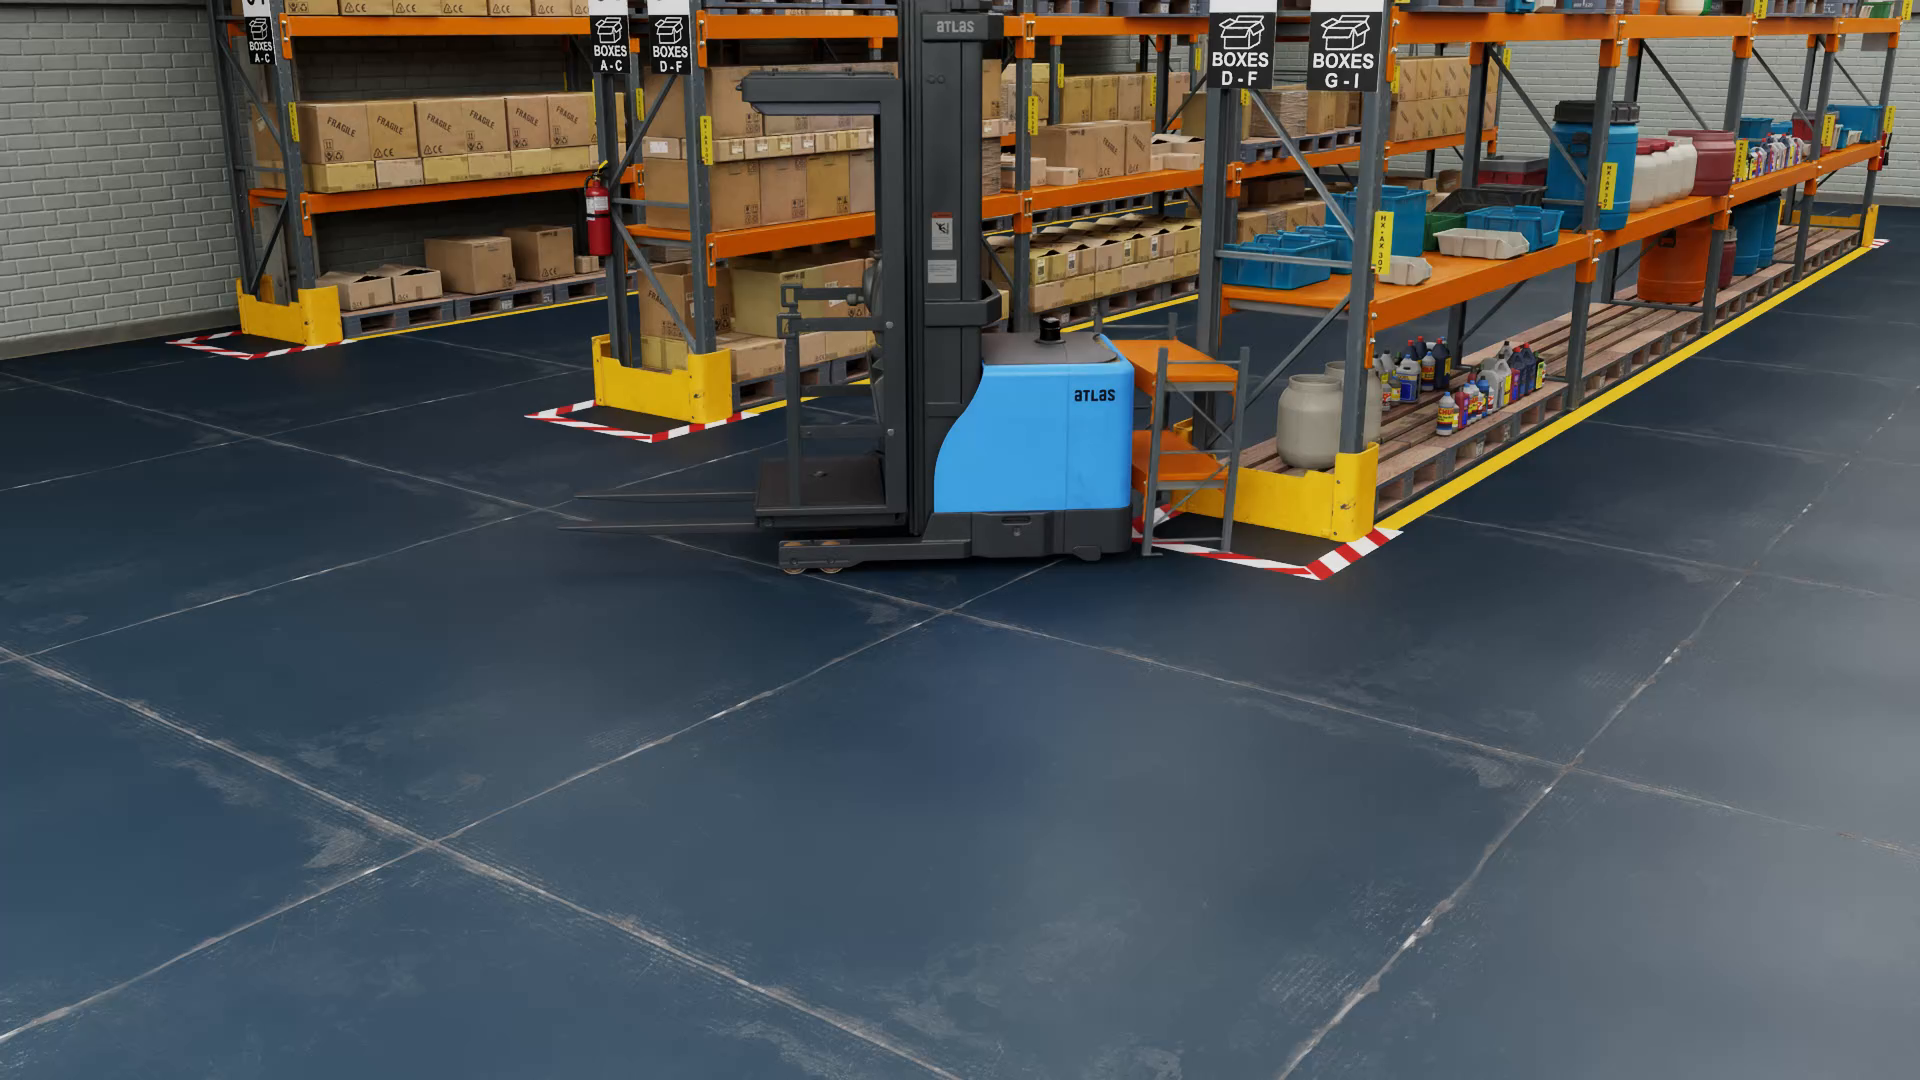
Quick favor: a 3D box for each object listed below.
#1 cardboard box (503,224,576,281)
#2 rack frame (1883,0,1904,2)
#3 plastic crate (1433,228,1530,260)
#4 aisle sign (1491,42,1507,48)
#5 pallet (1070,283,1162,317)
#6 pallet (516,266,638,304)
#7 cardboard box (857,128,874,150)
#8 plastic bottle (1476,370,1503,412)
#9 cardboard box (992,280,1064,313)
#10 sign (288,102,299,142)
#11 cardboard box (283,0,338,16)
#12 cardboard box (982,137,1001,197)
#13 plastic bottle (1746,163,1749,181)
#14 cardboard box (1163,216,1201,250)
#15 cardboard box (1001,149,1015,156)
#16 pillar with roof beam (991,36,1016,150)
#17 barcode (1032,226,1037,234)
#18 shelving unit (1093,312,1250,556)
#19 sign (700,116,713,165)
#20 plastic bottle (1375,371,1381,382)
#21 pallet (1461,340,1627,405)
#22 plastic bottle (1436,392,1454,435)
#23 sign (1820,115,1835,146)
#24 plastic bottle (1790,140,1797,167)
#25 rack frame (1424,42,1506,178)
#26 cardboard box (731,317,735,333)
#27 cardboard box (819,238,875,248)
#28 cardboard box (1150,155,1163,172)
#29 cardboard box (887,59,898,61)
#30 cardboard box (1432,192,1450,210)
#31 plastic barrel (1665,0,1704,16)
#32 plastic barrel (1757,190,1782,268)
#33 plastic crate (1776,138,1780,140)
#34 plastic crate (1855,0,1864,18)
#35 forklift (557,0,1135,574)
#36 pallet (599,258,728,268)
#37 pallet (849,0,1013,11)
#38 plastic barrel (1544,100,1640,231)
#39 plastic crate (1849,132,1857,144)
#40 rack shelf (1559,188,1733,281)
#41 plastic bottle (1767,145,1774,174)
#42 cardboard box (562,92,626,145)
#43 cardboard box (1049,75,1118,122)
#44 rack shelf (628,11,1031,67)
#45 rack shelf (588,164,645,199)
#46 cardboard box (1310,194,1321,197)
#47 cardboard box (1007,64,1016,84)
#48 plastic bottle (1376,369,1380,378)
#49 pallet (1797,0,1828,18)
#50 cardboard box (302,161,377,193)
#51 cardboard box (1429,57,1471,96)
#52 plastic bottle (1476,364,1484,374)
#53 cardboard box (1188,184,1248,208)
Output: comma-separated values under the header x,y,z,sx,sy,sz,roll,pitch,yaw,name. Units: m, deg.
x,y,z,sx,sy,sz,roll,pitch,yaw,name
-4.375,-2.996,17.305,0.500,0.500,0.500,11,20,31,cardboard box
11.318,-8.206,20.495,1.000,3.000,0.127,12,21,35,rack frame
3.403,-1.925,10.831,0.530,0.136,0.437,12,21,35,plastic crate
7.628,-7.421,23.699,0.394,0.787,0.004,12,21,35,aisle sign
1.326,-2.502,16.943,1.003,0.211,1.213,12,21,35,pallet
-4.161,-2.736,17.697,1.003,0.211,1.213,12,21,35,pallet
-0.868,-3.185,13.181,0.380,0.149,0.250,13,21,35,cardboard box
3.608,-1.027,11.345,0.152,0.276,0.135,13,21,36,plastic bottle
0.631,-2.299,15.516,0.500,0.250,0.500,12,21,33,cardboard box
-5.736,-3.598,14.314,0.100,0.325,0.005,12,21,35,sign
-5.772,-4.806,14.402,0.500,0.500,0.500,13,22,36,cardboard box
-0.068,-3.300,14.644,0.700,0.500,0.500,12,21,33,cardboard box
7.514,-3.551,15.957,0.097,0.201,0.097,0,17,0,plastic bottle
2.461,-3.299,17.791,0.500,0.311,0.500,13,22,36,cardboard box
0.695,-5.135,23.638,0.750,0.750,0.750,13,21,35,cardboard box
4.158,-8.563,21.644,9.100,9.000,0.400,12,21,35,pillar with roof beam
0.678,-2.821,15.124,0.001,0.075,0.075,12,21,35,barcode
1.116,-0.617,9.270,0.538,1.125,1.048,-2,18,-15,shelving unit
-1.750,-2.758,11.474,0.100,0.325,0.005,12,21,35,sign
2.784,-0.994,11.226,0.061,0.283,0.133,12,21,35,plastic bottle
4.604,-1.345,13.219,1.003,0.211,1.213,12,21,35,pallet
3.115,-0.814,10.666,0.097,0.271,0.097,0,17,0,plastic bottle
9.375,-4.423,17.961,0.100,0.325,0.005,12,21,35,sign
8.741,-4.091,17.569,0.152,0.276,0.135,12,21,35,plastic bottle
7.342,-6.217,24.206,1.000,3.000,0.127,12,21,35,rack frame
-1.821,-1.595,13.250,0.500,0.250,0.500,12,21,35,cardboard box
-0.932,-2.311,14.292,0.500,0.500,0.500,12,21,35,cardboard box
1.860,-3.878,17.098,0.380,0.149,0.250,14,22,39,cardboard box
-0.368,-3.799,14.063,0.700,0.500,0.500,12,21,35,cardboard box
6.625,-4.720,23.280,0.500,0.250,0.500,12,21,35,cardboard box
5.981,-4.458,13.716,0.301,0.262,0.301,0,17,0,plastic barrel
8.596,-3.460,18.158,0.600,0.901,0.708,12,21,35,plastic barrel
9.385,-4.600,19.360,0.437,0.125,0.590,12,21,35,plastic crate
9.894,-6.006,18.688,0.497,0.269,0.590,12,21,35,plastic crate
-0.628,-1.385,8.760,3.031,2.935,1.130,-1,17,-4,forklift
-3.326,-3.087,18.830,1.003,0.211,1.213,12,21,35,pallet
-0.296,-4.542,13.902,1.003,0.211,1.213,12,21,35,pallet
4.641,-2.761,12.231,0.600,0.901,0.708,12,21,35,plastic barrel
10.793,-4.951,20.472,0.396,0.136,0.243,12,21,35,plastic crate
5.359,-2.616,13.822,1.077,0.370,4.000,12,21,35,rack shelf
8.121,-3.824,16.697,0.061,0.283,0.133,12,21,35,plastic bottle
-3.822,-4.362,17.188,0.500,0.500,0.500,12,21,35,cardboard box
1.753,-6.581,24.873,0.980,0.700,0.700,12,21,33,cardboard box
-1.000,-3.972,13.130,1.077,0.370,4.000,12,21,35,rack shelf
-2.597,-4.366,19.459,1.077,0.370,4.000,12,21,35,rack shelf
4.593,-3.996,20.528,0.500,0.500,0.500,13,21,35,cardboard box
0.593,-6.420,22.891,0.500,0.250,0.500,13,21,36,cardboard box
2.781,-1.043,11.394,0.152,0.276,0.135,12,21,33,plastic bottle
7.872,-5.256,16.372,1.003,0.211,1.213,12,21,35,pallet
-5.627,-3.279,14.963,0.500,0.250,0.500,12,21,33,cardboard box
6.692,-6.343,22.757,0.500,0.500,0.500,13,22,36,cardboard box
3.611,-1.081,11.504,0.061,0.283,0.133,12,21,35,plastic bottle
2.974,-3.965,19.161,0.500,0.250,0.500,13,22,37,cardboard box
